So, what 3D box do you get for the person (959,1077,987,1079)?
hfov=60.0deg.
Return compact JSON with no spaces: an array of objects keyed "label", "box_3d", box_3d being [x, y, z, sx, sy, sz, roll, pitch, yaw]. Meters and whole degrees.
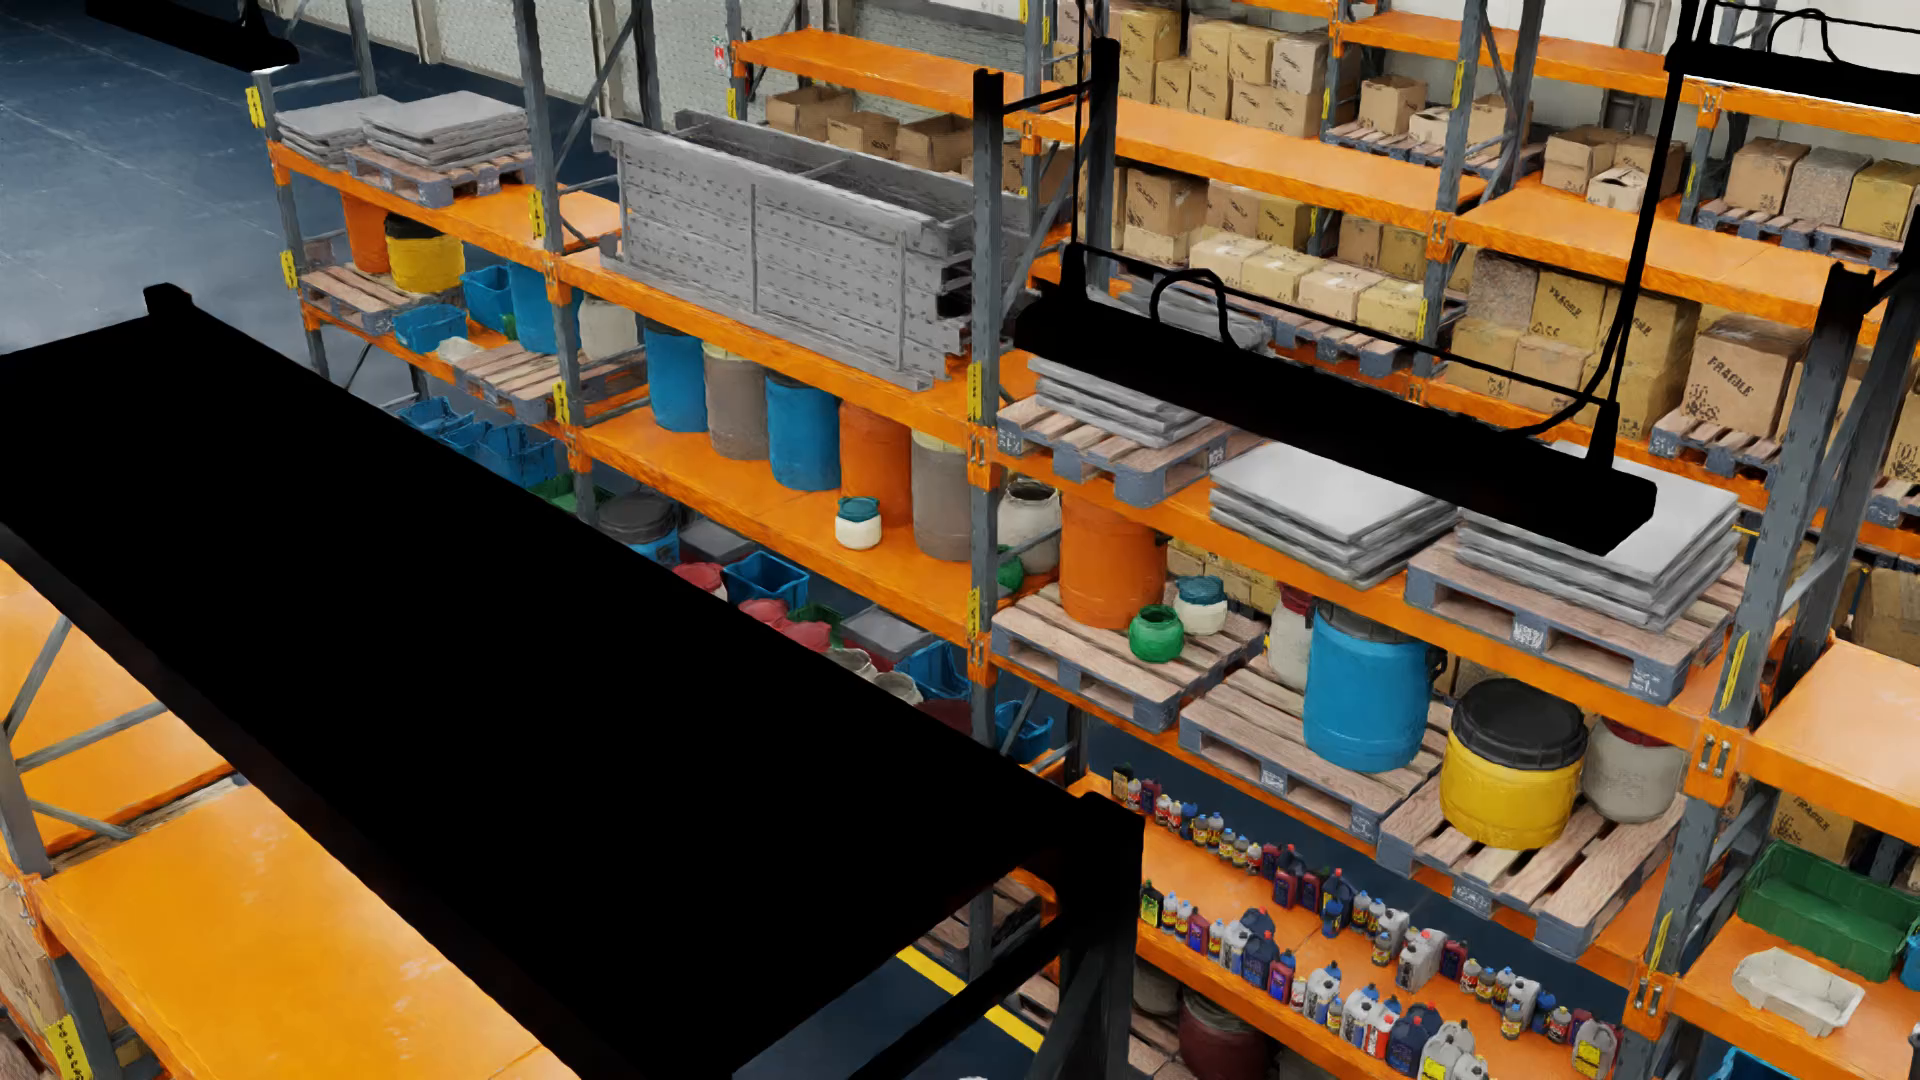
[{"label":"person","box_3d":[0.185,3.420,8.412,0.549,1.735,0.702,23,37,35]}]
